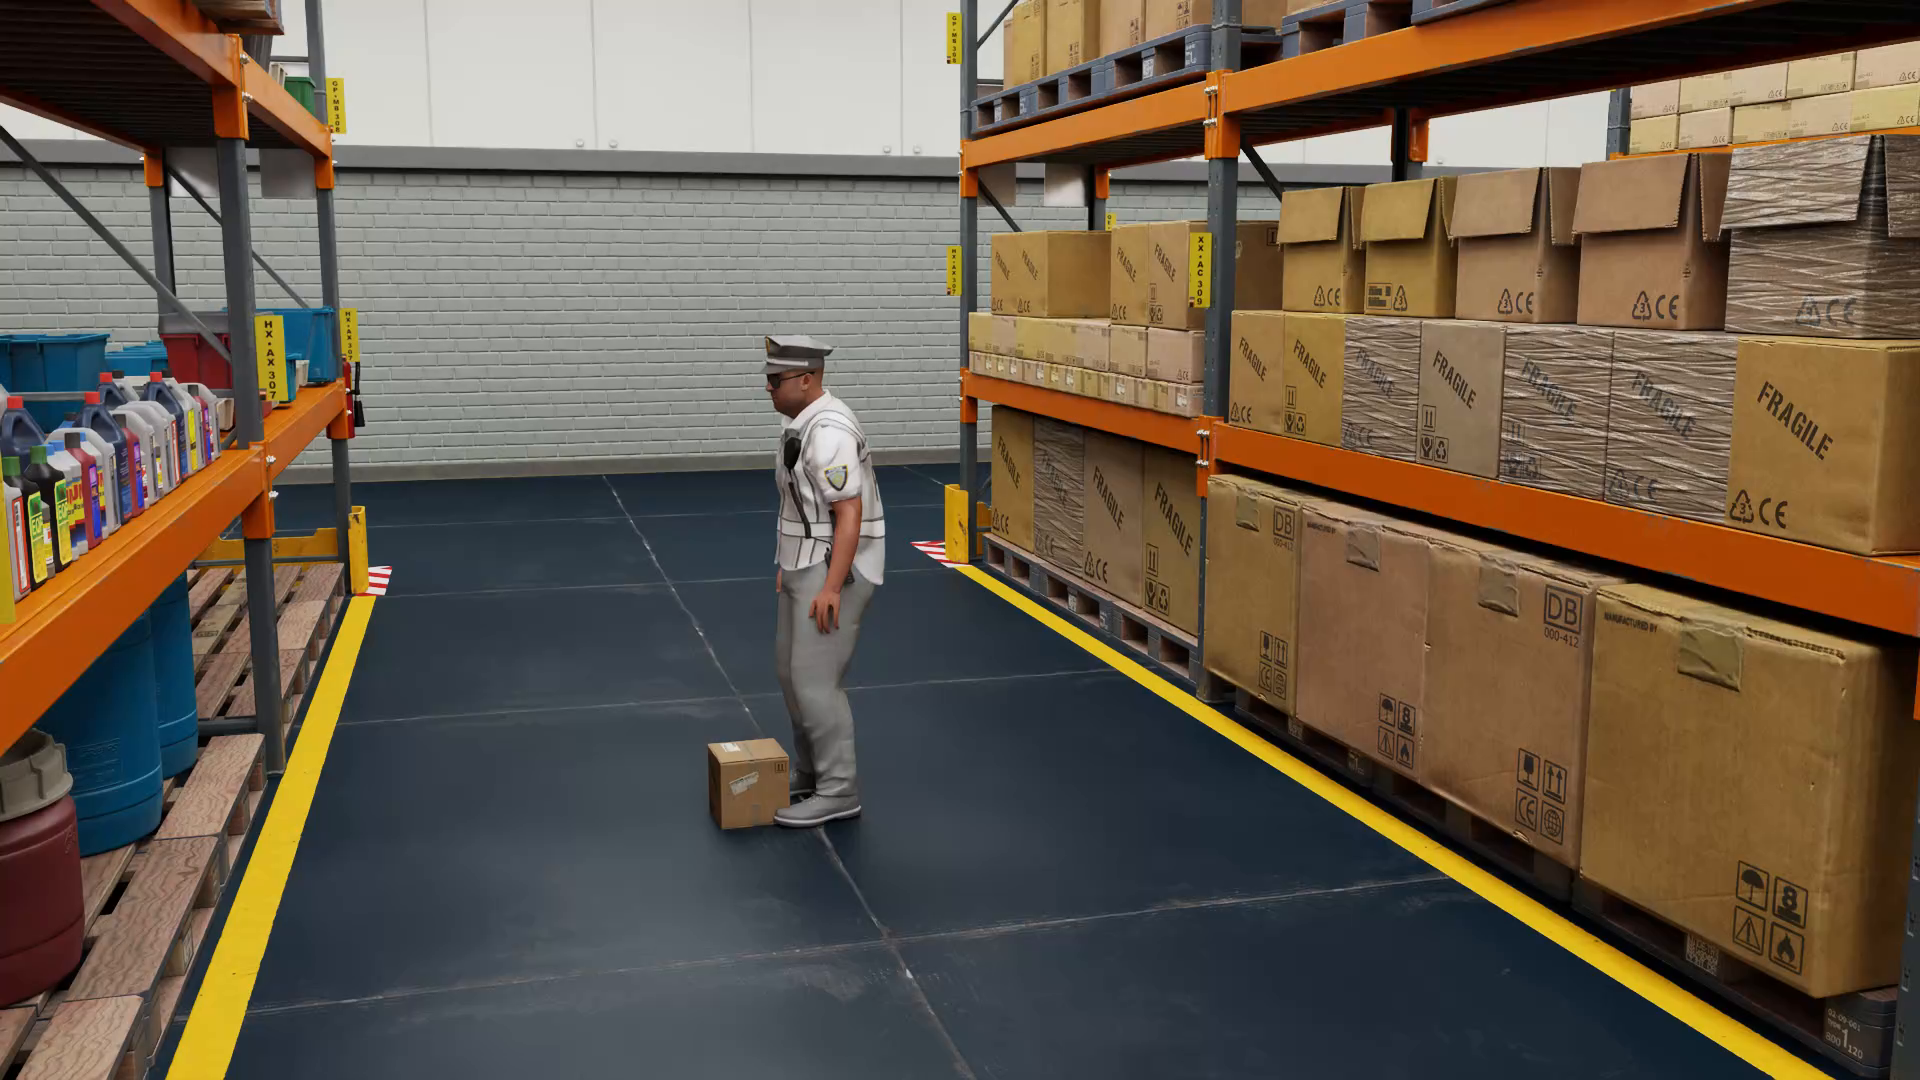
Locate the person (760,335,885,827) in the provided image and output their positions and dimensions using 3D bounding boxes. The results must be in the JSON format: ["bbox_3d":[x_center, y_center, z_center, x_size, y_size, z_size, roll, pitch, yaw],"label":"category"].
[{"bbox_3d":[-0.507,0.133,6.030,0.437,1.747,0.603,-3,10,-19],"label":"person"}]
